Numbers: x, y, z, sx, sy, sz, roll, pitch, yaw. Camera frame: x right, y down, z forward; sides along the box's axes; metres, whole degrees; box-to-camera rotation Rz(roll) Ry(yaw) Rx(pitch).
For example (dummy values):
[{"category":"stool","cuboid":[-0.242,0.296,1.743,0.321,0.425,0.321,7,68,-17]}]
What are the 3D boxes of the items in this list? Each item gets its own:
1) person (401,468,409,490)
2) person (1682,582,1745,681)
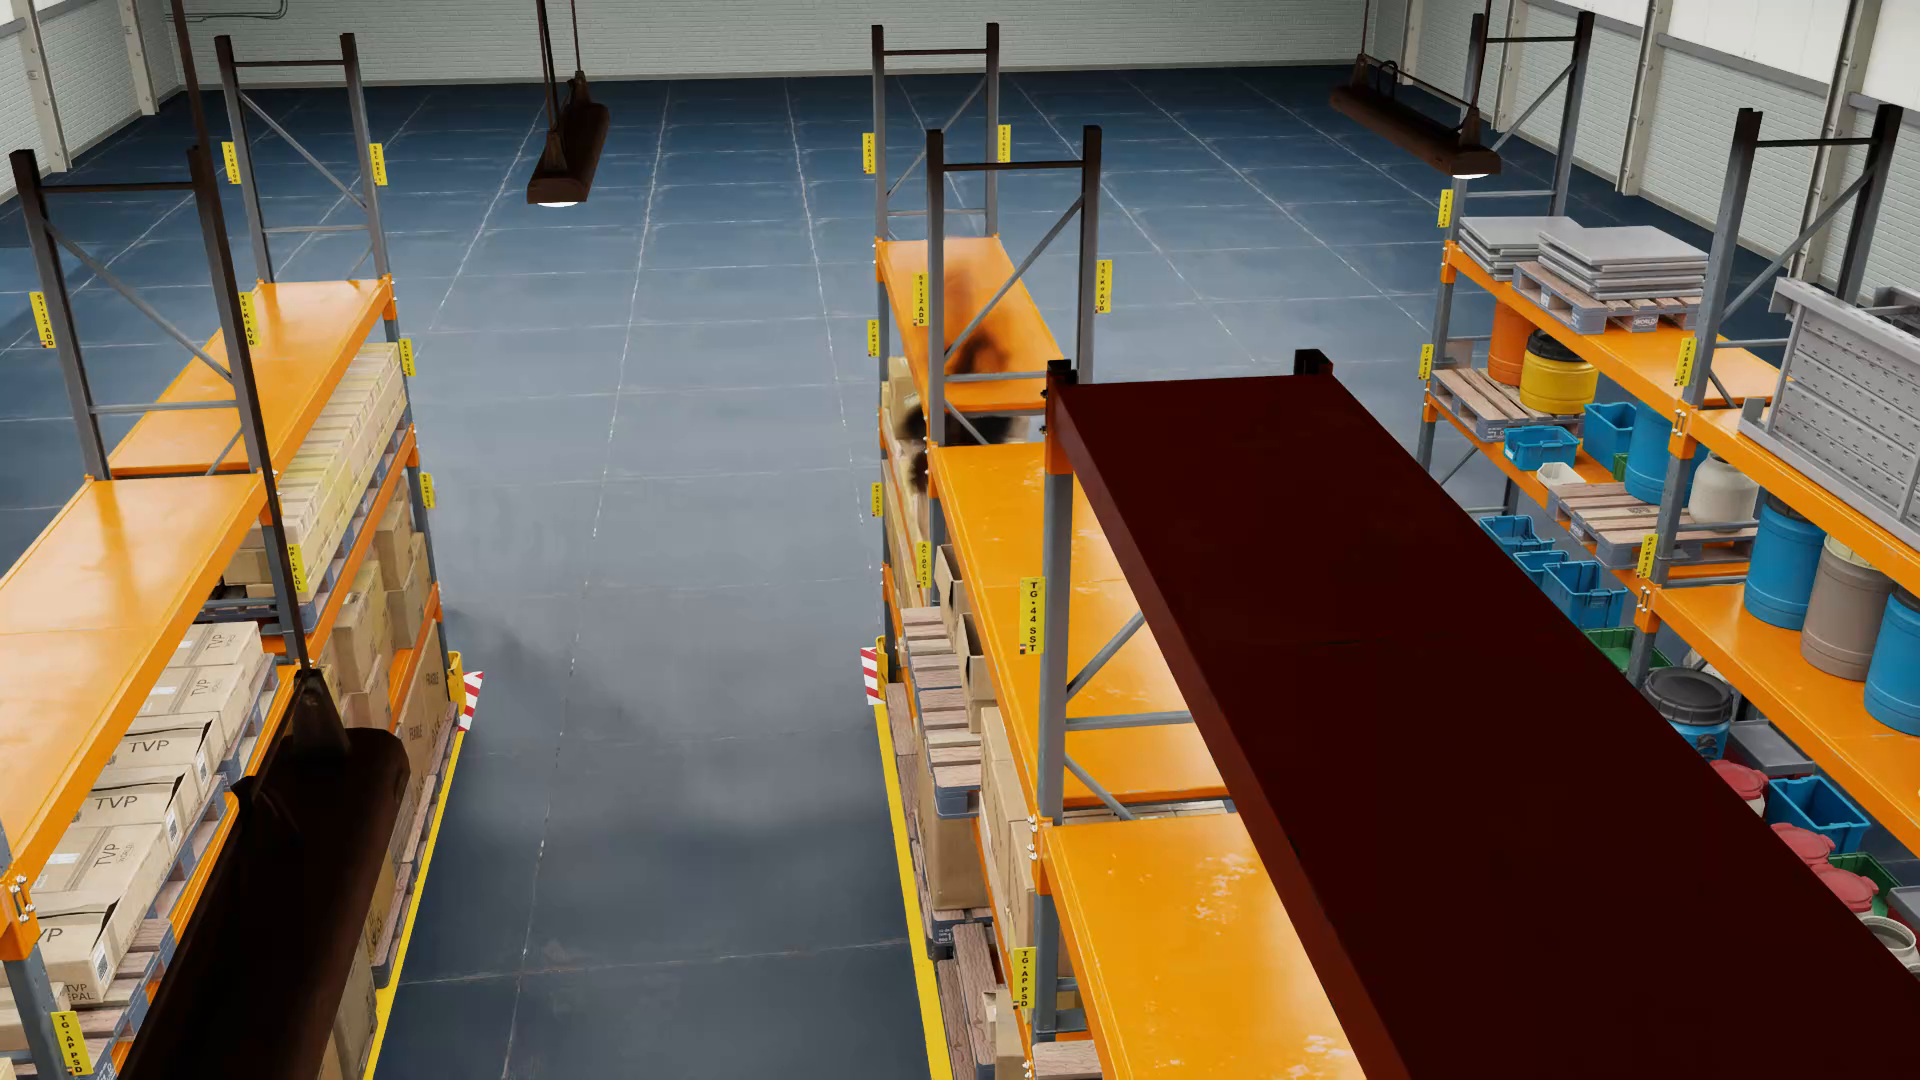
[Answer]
[{"category":"person","cuboid":[-5.938,-0.268,17.159,0.578,1.623,0.610,-21,32,-37]},{"category":"person","cuboid":[6.524,0.981,14.436,0.613,1.814,0.909,-12,28,-24]}]
